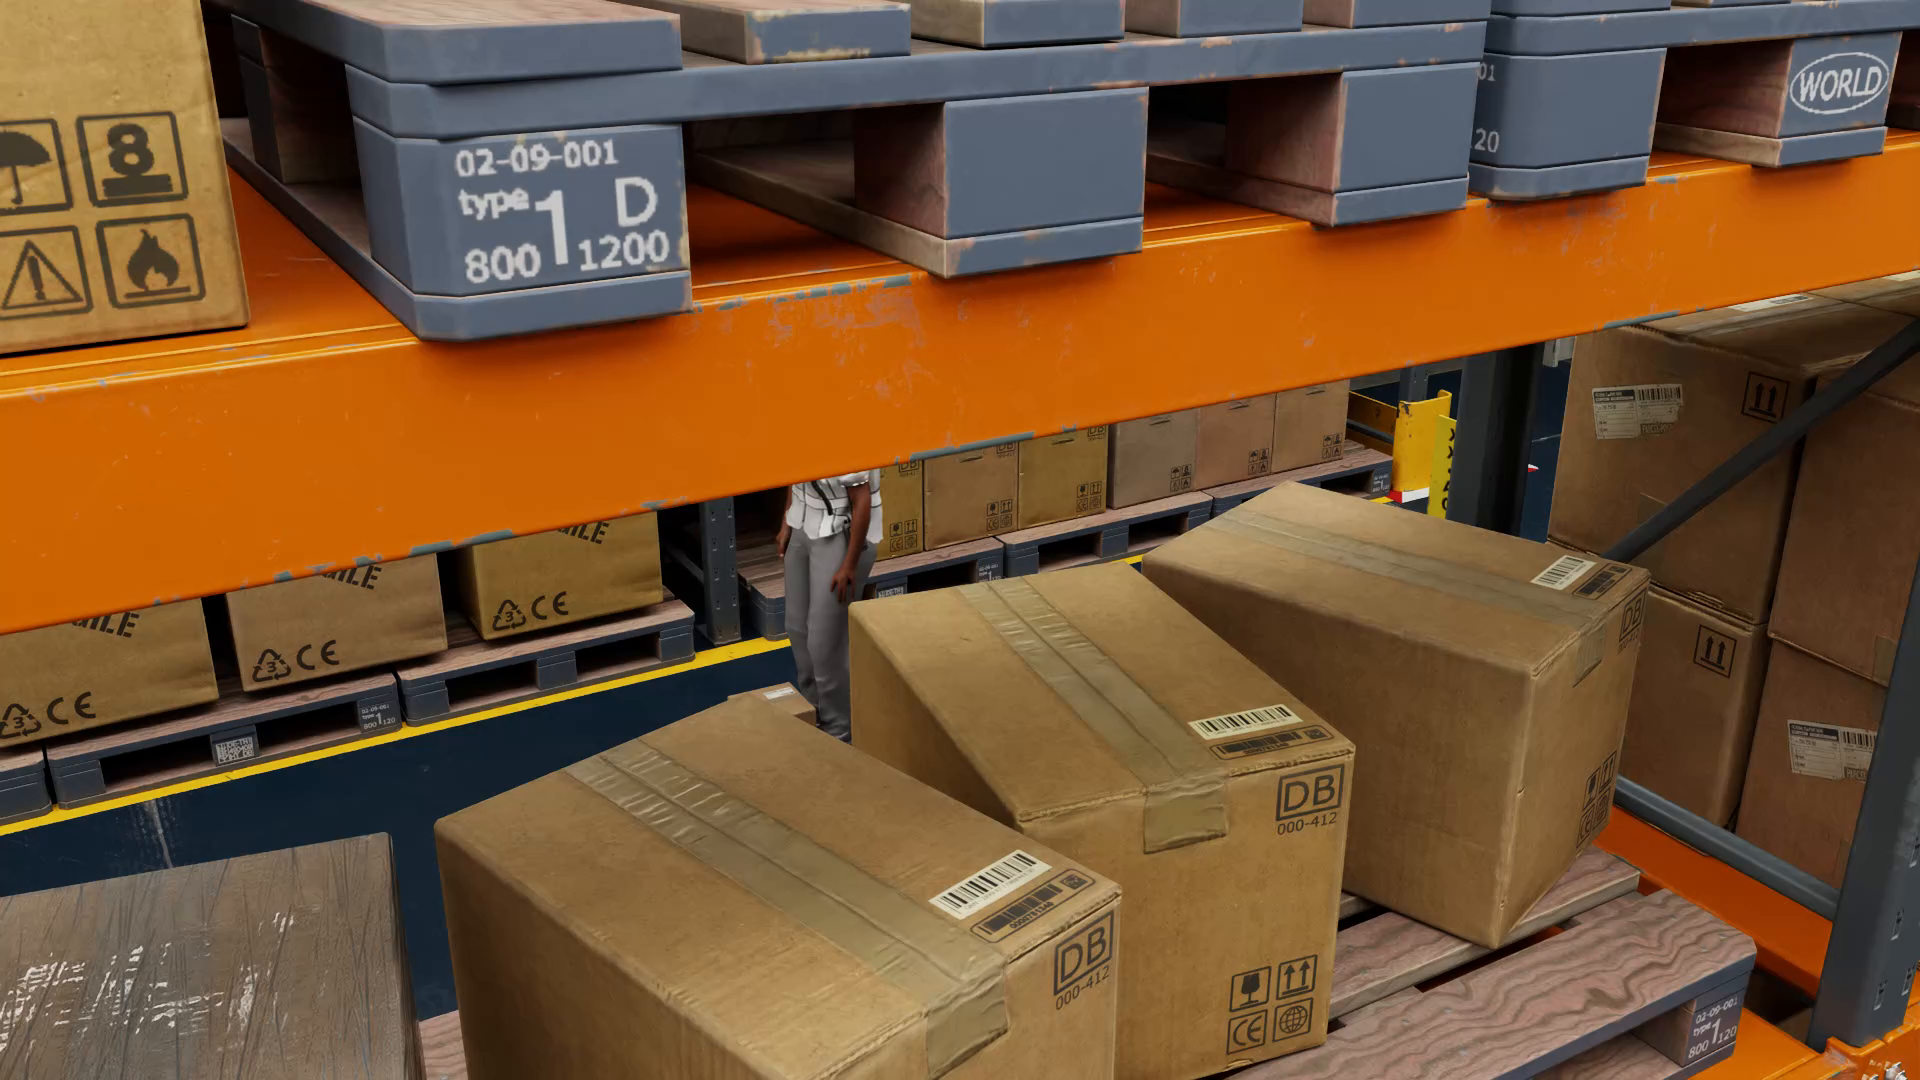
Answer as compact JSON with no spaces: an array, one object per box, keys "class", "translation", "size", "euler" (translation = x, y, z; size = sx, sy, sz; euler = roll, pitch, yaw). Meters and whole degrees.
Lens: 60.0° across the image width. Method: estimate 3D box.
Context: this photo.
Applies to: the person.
[{"class":"person","translation":[-0.513,0.017,6.041],"size":[0.420,1.664,0.531],"euler":[-14,26,-31]}]
